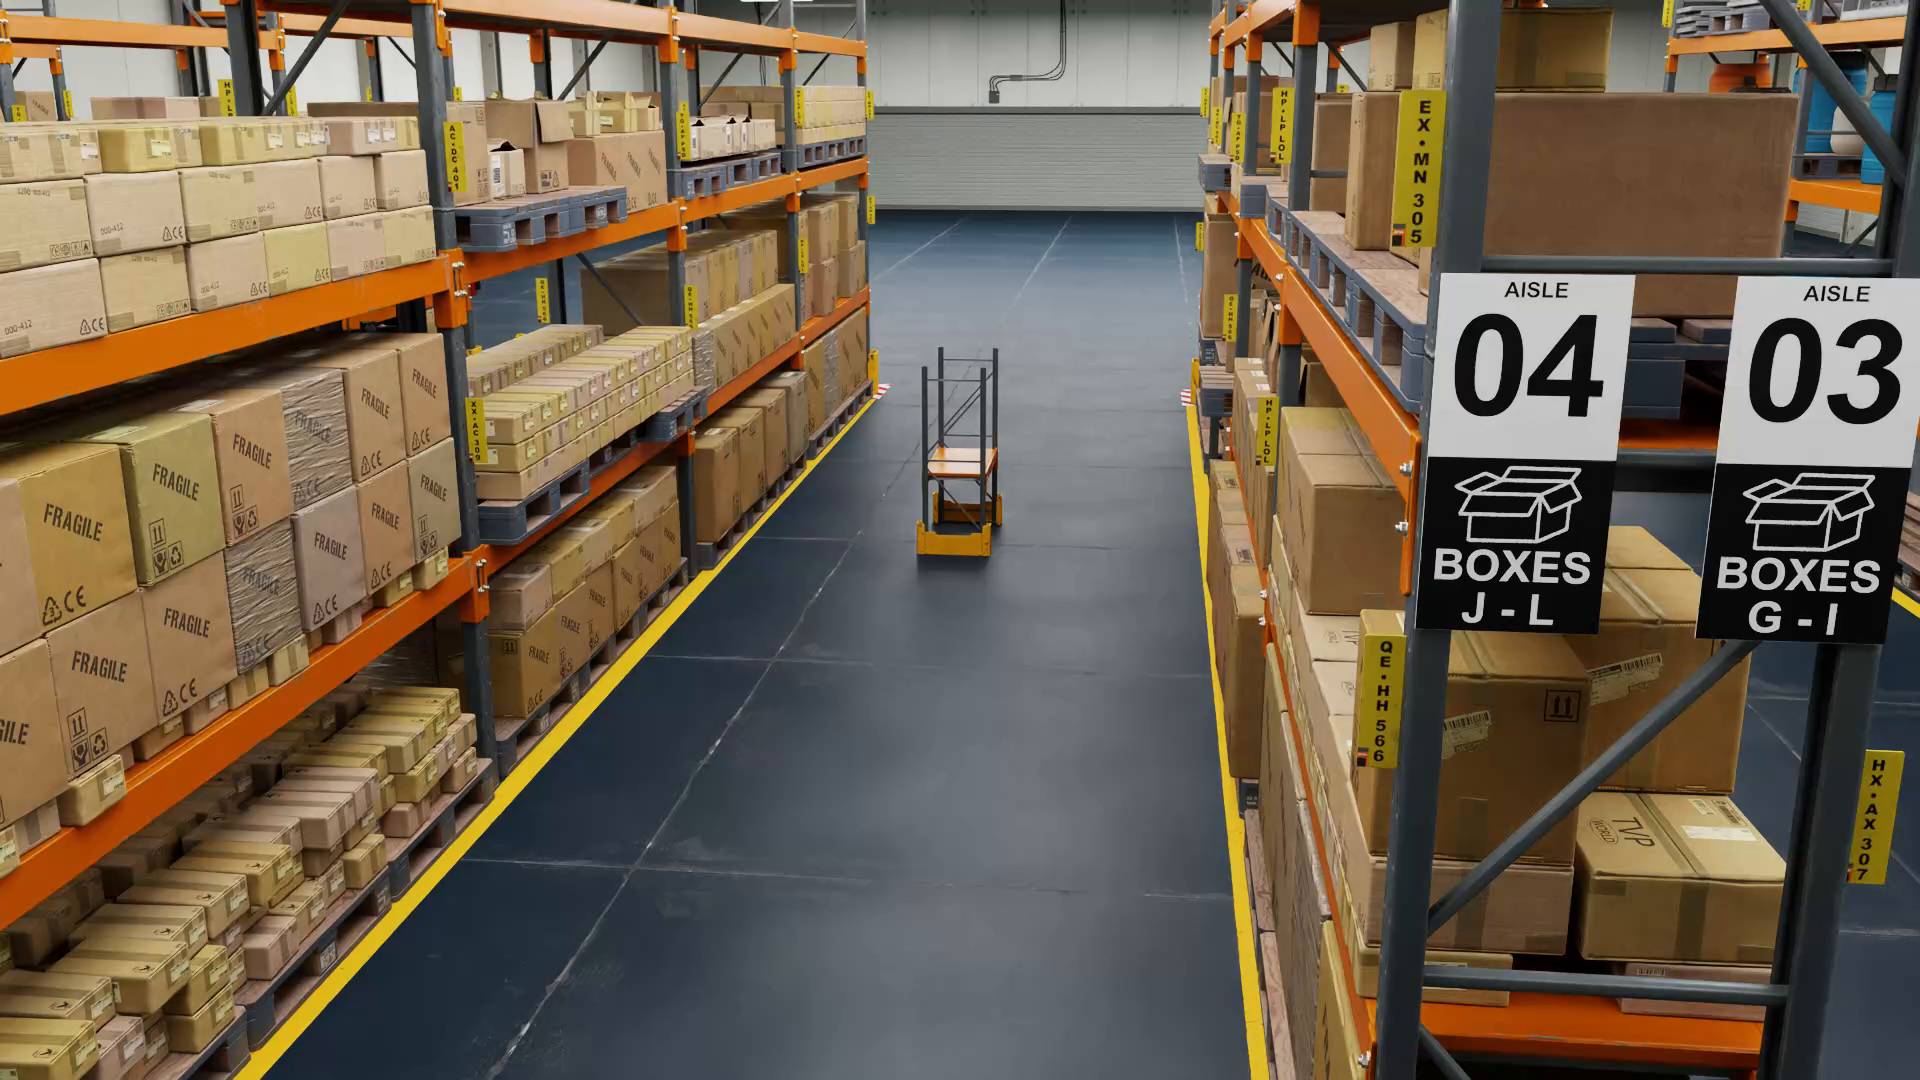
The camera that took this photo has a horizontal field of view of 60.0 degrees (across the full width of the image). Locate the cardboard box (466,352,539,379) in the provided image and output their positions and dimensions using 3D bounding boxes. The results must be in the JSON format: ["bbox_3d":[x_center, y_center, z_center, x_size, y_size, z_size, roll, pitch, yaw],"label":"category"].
[{"bbox_3d":[-2.888,-1.092,10.491,0.380,0.149,0.250,2,15,8],"label":"cardboard box"}]

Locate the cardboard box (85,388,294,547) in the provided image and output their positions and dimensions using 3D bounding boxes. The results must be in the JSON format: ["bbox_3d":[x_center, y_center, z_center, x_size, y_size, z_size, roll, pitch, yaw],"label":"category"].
[{"bbox_3d":[-2.900,-0.284,6.290,0.500,0.500,0.500,1,15,4],"label":"cardboard box"}]

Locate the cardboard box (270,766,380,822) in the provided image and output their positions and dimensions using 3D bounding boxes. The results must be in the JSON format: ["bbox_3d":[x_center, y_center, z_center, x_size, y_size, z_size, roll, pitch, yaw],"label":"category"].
[{"bbox_3d":[-2.786,1.115,7.308,0.380,0.149,0.250,1,15,4],"label":"cardboard box"}]

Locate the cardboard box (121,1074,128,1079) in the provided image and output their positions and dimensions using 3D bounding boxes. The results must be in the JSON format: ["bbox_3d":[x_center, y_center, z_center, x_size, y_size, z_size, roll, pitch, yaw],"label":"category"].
[{"bbox_3d":[-3.074,1.873,5.646,0.380,0.149,0.250,2,15,6],"label":"cardboard box"}]

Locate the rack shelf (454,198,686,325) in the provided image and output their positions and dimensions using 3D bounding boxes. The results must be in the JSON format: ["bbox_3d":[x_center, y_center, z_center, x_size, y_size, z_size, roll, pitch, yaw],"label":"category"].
[{"bbox_3d":[-2.723,-1.761,10.058,1.077,0.370,4.000,2,15,6],"label":"rack shelf"}]

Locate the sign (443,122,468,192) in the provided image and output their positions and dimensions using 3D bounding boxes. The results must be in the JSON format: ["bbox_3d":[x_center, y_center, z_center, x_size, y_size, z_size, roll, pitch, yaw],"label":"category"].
[{"bbox_3d":[-2.408,-1.825,7.927,0.100,0.325,0.005,2,15,6],"label":"sign"}]

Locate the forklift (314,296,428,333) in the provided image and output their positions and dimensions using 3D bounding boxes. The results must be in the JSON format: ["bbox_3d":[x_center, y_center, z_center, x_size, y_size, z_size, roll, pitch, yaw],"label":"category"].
[{"bbox_3d":[-5.250,-1.703,14.346,1.130,2.935,3.031,-12,19,-37],"label":"forklift"}]

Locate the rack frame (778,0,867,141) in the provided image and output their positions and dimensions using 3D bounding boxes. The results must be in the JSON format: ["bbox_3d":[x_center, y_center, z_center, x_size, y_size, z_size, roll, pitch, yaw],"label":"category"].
[{"bbox_3d":[-1.594,-6.149,19.164,1.000,3.000,0.127,2,15,6],"label":"rack frame"}]

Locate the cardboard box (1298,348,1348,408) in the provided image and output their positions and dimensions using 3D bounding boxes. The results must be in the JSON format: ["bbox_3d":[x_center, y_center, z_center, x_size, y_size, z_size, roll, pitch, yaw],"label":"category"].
[{"bbox_3d":[2.032,-0.667,8.270,0.797,0.503,0.637,1,15,5],"label":"cardboard box"}]

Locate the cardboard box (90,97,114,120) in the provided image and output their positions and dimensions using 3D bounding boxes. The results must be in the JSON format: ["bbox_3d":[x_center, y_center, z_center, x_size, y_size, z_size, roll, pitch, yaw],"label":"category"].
[{"bbox_3d":[-7.486,-3.886,15.065,0.500,0.250,0.500,1,15,5],"label":"cardboard box"}]

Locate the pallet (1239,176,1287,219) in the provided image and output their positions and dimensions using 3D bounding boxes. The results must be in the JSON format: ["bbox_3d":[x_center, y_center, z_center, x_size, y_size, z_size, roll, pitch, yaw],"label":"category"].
[{"bbox_3d":[2.400,-2.195,10.647,1.213,0.211,1.003,2,15,9],"label":"pallet"}]

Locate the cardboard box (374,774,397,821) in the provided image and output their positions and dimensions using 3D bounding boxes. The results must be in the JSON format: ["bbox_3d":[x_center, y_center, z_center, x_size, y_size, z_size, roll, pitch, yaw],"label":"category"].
[{"bbox_3d":[-2.825,1.183,7.630,0.380,0.149,0.250,2,15,7],"label":"cardboard box"}]

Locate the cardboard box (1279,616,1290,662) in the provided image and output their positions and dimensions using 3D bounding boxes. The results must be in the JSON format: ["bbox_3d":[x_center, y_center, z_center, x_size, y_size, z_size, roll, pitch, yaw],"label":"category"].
[{"bbox_3d":[1.518,0.424,6.828,0.380,0.149,0.250,1,15,5],"label":"cardboard box"}]

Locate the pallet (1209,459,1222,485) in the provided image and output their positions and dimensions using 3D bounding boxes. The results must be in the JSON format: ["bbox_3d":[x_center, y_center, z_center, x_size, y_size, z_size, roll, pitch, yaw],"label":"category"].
[{"bbox_3d":[2.785,-0.496,15.091,1.003,0.211,1.213,2,15,6],"label":"pallet"}]

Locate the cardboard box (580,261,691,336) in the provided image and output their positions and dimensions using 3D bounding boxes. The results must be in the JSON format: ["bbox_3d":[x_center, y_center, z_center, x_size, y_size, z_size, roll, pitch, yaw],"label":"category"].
[{"bbox_3d":[-2.436,-1.826,12.560,0.700,0.500,0.500,2,15,6],"label":"cardboard box"}]

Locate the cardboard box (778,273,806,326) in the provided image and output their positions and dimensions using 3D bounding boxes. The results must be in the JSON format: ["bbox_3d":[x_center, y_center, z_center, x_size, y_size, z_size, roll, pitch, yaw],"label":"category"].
[{"bbox_3d":[-2.016,-2.384,16.446,0.875,0.550,0.550,2,15,6],"label":"cardboard box"}]

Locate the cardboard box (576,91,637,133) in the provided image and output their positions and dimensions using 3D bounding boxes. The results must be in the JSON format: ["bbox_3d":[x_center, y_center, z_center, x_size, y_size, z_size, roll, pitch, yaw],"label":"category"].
[{"bbox_3d":[-2.327,-2.798,10.860,0.396,0.266,0.258,2,15,6],"label":"cardboard box"}]

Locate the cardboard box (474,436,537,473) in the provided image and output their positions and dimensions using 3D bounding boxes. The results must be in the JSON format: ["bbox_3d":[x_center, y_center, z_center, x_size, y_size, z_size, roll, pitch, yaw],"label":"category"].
[{"bbox_3d":[-2.447,-0.455,8.704,0.380,0.149,0.250,2,15,7],"label":"cardboard box"}]

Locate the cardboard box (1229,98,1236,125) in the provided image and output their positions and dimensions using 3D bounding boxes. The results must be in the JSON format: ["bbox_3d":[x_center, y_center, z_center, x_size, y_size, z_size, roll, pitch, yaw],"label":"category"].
[{"bbox_3d":[2.614,-3.381,13.670,0.797,0.503,0.637,2,15,9],"label":"cardboard box"}]

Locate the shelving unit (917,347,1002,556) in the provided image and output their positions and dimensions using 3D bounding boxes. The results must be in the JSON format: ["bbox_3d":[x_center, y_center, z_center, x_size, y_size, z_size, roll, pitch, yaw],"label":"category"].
[{"bbox_3d":[0.009,-0.744,13.539,0.587,1.500,1.083,2,15,6],"label":"shelving unit"}]

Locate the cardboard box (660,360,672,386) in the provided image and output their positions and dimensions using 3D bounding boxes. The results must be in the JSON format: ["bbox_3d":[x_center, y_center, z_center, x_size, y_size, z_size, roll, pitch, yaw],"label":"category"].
[{"bbox_3d":[-2.156,-1.124,11.181,0.380,0.149,0.250,2,15,8],"label":"cardboard box"}]

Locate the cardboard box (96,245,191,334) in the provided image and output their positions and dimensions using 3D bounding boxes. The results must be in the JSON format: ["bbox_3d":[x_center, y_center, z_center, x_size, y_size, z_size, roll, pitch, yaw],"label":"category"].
[{"bbox_3d":[-2.986,-0.859,5.632,0.500,0.250,0.500,1,15,4],"label":"cardboard box"}]

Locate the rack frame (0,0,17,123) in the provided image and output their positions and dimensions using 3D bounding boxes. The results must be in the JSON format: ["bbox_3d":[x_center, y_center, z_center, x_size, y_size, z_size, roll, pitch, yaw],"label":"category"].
[{"bbox_3d":[-7.427,-4.194,11.933,1.000,3.000,0.127,2,15,6],"label":"rack frame"}]

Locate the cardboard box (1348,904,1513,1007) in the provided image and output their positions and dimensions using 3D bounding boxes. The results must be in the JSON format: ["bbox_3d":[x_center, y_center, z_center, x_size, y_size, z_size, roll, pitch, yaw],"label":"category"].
[{"bbox_3d":[1.230,1.088,4.374,0.380,0.149,0.250,2,15,7],"label":"cardboard box"}]

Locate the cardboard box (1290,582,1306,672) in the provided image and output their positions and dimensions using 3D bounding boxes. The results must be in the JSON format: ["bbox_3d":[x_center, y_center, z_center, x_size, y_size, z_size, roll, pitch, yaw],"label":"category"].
[{"bbox_3d":[1.541,0.337,6.385,0.500,0.250,0.500,2,15,8],"label":"cardboard box"}]

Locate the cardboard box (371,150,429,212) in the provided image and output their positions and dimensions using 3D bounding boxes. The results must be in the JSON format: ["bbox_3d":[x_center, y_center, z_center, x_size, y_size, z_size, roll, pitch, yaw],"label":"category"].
[{"bbox_3d":[-2.748,-1.631,7.530,0.500,0.250,0.500,1,15,4],"label":"cardboard box"}]

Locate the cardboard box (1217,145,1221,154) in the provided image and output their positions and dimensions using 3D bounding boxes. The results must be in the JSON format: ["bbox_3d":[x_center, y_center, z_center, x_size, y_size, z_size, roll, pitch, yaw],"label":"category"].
[{"bbox_3d":[2.733,-3.680,16.067,0.500,0.250,0.500,2,15,8],"label":"cardboard box"}]

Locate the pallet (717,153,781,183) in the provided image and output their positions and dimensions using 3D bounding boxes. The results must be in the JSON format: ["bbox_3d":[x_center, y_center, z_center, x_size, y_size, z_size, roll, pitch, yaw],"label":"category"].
[{"bbox_3d":[-2.100,-3.332,14.860,0.805,0.209,1.217,1,15,4],"label":"pallet"}]

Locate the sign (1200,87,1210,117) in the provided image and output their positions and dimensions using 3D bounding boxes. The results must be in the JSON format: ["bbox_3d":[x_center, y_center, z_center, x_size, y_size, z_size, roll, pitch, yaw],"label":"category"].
[{"bbox_3d":[2.783,-4.967,18.864,0.100,0.325,0.005,2,15,6],"label":"sign"}]

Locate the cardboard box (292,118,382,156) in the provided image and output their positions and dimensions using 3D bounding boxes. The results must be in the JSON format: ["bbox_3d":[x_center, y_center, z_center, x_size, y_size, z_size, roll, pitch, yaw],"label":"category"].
[{"bbox_3d":[-2.717,-1.728,7.125,0.380,0.149,0.250,2,15,6],"label":"cardboard box"}]

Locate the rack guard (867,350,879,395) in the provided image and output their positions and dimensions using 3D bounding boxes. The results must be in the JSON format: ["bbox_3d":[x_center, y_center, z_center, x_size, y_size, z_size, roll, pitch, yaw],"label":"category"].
[{"bbox_3d":[-1.592,-2.053,20.297,1.175,0.500,0.348,2,15,6],"label":"rack guard"}]

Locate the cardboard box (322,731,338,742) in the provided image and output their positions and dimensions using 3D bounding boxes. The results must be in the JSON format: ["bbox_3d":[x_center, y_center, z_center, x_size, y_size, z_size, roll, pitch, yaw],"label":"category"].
[{"bbox_3d":[-3.247,1.042,8.151,0.380,0.149,0.250,2,15,7],"label":"cardboard box"}]

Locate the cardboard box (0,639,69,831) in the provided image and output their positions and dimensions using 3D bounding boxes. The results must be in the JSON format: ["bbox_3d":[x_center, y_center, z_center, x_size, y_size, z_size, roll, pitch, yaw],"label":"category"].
[{"bbox_3d":[-3.075,0.596,4.949,0.500,0.500,0.500,2,15,9],"label":"cardboard box"}]

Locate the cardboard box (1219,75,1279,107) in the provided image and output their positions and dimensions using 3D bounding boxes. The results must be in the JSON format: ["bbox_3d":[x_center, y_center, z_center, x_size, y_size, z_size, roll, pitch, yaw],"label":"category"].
[{"bbox_3d":[2.669,-4.049,15.424,0.500,0.500,0.500,1,15,5],"label":"cardboard box"}]

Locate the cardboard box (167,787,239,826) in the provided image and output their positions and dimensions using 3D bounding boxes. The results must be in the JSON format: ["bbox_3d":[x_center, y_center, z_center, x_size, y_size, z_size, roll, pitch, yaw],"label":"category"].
[{"bbox_3d":[-3.328,1.170,7.105,0.380,0.149,0.250,1,15,4],"label":"cardboard box"}]

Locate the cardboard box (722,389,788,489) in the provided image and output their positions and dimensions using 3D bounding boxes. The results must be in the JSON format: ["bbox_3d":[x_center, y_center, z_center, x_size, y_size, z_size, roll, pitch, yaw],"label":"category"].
[{"bbox_3d":[-2.139,-0.919,14.820,1.050,0.750,0.750,2,15,6],"label":"cardboard box"}]

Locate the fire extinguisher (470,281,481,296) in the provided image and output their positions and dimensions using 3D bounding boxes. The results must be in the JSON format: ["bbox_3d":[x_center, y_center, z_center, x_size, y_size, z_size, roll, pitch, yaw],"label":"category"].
[{"bbox_3d":[-6.053,-3.352,20.459,0.296,0.674,0.183,2,15,6],"label":"fire extinguisher"}]

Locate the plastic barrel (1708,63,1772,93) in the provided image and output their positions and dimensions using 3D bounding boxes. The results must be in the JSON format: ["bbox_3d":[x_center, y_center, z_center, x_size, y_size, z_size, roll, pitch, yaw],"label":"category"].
[{"bbox_3d":[8.315,-4.664,17.788,0.600,0.830,0.708,2,15,6],"label":"plastic barrel"}]

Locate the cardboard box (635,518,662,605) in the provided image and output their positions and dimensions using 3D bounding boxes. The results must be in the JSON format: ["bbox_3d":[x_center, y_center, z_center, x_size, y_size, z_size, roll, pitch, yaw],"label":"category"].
[{"bbox_3d":[-2.374,0.138,11.388,0.500,0.500,0.500,2,15,9],"label":"cardboard box"}]

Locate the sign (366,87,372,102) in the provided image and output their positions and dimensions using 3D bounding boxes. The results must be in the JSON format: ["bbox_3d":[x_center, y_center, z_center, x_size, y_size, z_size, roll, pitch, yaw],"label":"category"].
[{"bbox_3d":[-7.063,-5.259,19.943,0.100,0.325,0.005,2,15,6],"label":"sign"}]

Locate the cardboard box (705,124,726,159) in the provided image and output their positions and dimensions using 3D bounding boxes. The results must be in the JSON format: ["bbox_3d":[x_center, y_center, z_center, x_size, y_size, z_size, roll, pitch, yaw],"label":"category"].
[{"bbox_3d":[-2.140,-3.116,12.985,0.500,0.250,0.500,2,15,8],"label":"cardboard box"}]

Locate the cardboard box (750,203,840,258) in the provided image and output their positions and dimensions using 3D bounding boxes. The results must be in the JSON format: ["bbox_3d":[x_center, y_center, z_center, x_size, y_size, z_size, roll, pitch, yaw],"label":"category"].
[{"bbox_3d":[-1.774,-3.324,17.853,0.875,0.550,0.500,2,15,6],"label":"cardboard box"}]

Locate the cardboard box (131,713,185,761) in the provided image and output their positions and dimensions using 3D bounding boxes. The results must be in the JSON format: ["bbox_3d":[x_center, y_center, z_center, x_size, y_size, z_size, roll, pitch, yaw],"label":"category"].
[{"bbox_3d":[-3.018,0.667,5.931,0.380,0.149,0.250,2,15,6],"label":"cardboard box"}]

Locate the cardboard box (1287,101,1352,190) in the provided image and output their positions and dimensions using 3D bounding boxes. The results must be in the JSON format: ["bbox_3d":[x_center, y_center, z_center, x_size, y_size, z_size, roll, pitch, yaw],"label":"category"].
[{"bbox_3d":[2.211,-2.176,9.215,0.797,0.503,0.637,1,15,5],"label":"cardboard box"}]

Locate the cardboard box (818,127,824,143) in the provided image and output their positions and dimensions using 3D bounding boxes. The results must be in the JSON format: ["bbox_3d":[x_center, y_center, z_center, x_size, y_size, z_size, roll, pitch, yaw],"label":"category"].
[{"bbox_3d":[-1.581,-4.075,16.724,0.380,0.149,0.250,1,15,5],"label":"cardboard box"}]

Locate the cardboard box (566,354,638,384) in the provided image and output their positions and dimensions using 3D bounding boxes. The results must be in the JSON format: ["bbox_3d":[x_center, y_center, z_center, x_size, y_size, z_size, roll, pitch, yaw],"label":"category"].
[{"bbox_3d":[-2.245,-1.071,10.414,0.380,0.149,0.250,2,15,9],"label":"cardboard box"}]

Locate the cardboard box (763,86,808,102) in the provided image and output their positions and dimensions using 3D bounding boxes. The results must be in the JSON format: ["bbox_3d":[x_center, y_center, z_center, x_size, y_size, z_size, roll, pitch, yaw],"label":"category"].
[{"bbox_3d":[-1.667,-4.263,15.892,0.380,0.149,0.250,2,15,7],"label":"cardboard box"}]

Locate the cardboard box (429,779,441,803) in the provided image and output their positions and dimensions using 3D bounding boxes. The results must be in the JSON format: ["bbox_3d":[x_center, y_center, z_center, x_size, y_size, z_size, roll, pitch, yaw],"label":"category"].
[{"bbox_3d":[-2.766,1.209,8.101,0.380,0.149,0.250,2,15,8],"label":"cardboard box"}]

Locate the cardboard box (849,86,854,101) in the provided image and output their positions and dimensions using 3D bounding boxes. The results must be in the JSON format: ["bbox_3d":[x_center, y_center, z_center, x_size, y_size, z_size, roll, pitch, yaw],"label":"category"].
[{"bbox_3d":[-1.381,-4.920,18.323,0.380,0.149,0.250,2,15,7],"label":"cardboard box"}]

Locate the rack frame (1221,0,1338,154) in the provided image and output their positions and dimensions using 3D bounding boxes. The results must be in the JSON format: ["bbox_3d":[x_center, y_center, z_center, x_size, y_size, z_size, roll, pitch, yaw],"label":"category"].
[{"bbox_3d":[2.871,-4.940,14.691,1.000,3.000,0.127,2,15,6],"label":"rack frame"}]

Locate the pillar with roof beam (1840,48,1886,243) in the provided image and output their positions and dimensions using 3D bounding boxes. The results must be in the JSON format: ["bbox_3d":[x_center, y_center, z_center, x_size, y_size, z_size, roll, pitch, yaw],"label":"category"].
[{"bbox_3d":[17.299,-11.684,39.632,9.100,9.000,0.400,2,15,6],"label":"pillar with roof beam"}]

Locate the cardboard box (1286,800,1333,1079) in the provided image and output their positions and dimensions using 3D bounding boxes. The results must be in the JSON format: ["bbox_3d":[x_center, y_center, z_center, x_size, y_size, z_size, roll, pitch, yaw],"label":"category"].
[{"bbox_3d":[1.613,1.487,5.682,0.875,0.875,0.875,2,15,6],"label":"cardboard box"}]

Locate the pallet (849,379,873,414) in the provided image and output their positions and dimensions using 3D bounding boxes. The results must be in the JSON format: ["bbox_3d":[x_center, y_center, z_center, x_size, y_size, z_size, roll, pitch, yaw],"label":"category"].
[{"bbox_3d":[-1.607,-1.698,19.536,1.003,0.211,1.213,2,15,6],"label":"pallet"}]

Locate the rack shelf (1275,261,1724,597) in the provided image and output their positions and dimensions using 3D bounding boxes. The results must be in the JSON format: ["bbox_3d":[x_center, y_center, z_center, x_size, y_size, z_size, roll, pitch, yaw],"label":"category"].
[{"bbox_3d":[1.743,-0.551,5.584,1.077,0.370,4.000,2,15,6],"label":"rack shelf"}]

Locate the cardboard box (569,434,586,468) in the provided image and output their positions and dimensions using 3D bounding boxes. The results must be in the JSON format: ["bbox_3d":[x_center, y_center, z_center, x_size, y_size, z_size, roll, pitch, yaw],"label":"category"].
[{"bbox_3d":[-2.360,-0.513,9.490,0.380,0.149,0.250,2,15,7],"label":"cardboard box"}]

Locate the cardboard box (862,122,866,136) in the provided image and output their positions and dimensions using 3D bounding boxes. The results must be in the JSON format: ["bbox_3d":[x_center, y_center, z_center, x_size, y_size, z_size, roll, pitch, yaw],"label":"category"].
[{"bbox_3d":[-1.295,-4.735,19.165,0.380,0.149,0.250,2,15,6],"label":"cardboard box"}]

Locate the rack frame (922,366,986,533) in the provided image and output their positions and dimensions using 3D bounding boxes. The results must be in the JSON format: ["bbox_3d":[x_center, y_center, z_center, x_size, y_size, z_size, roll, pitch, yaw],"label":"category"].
[{"bbox_3d":[-0.048,-0.614,13.061,0.500,1.500,0.032,2,15,6],"label":"rack frame"}]

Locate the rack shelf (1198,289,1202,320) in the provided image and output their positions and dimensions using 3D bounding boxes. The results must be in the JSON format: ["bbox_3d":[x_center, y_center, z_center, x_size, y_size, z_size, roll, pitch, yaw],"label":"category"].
[{"bbox_3d":[3.097,-2.215,17.486,1.077,0.370,4.000,2,15,6],"label":"rack shelf"}]
